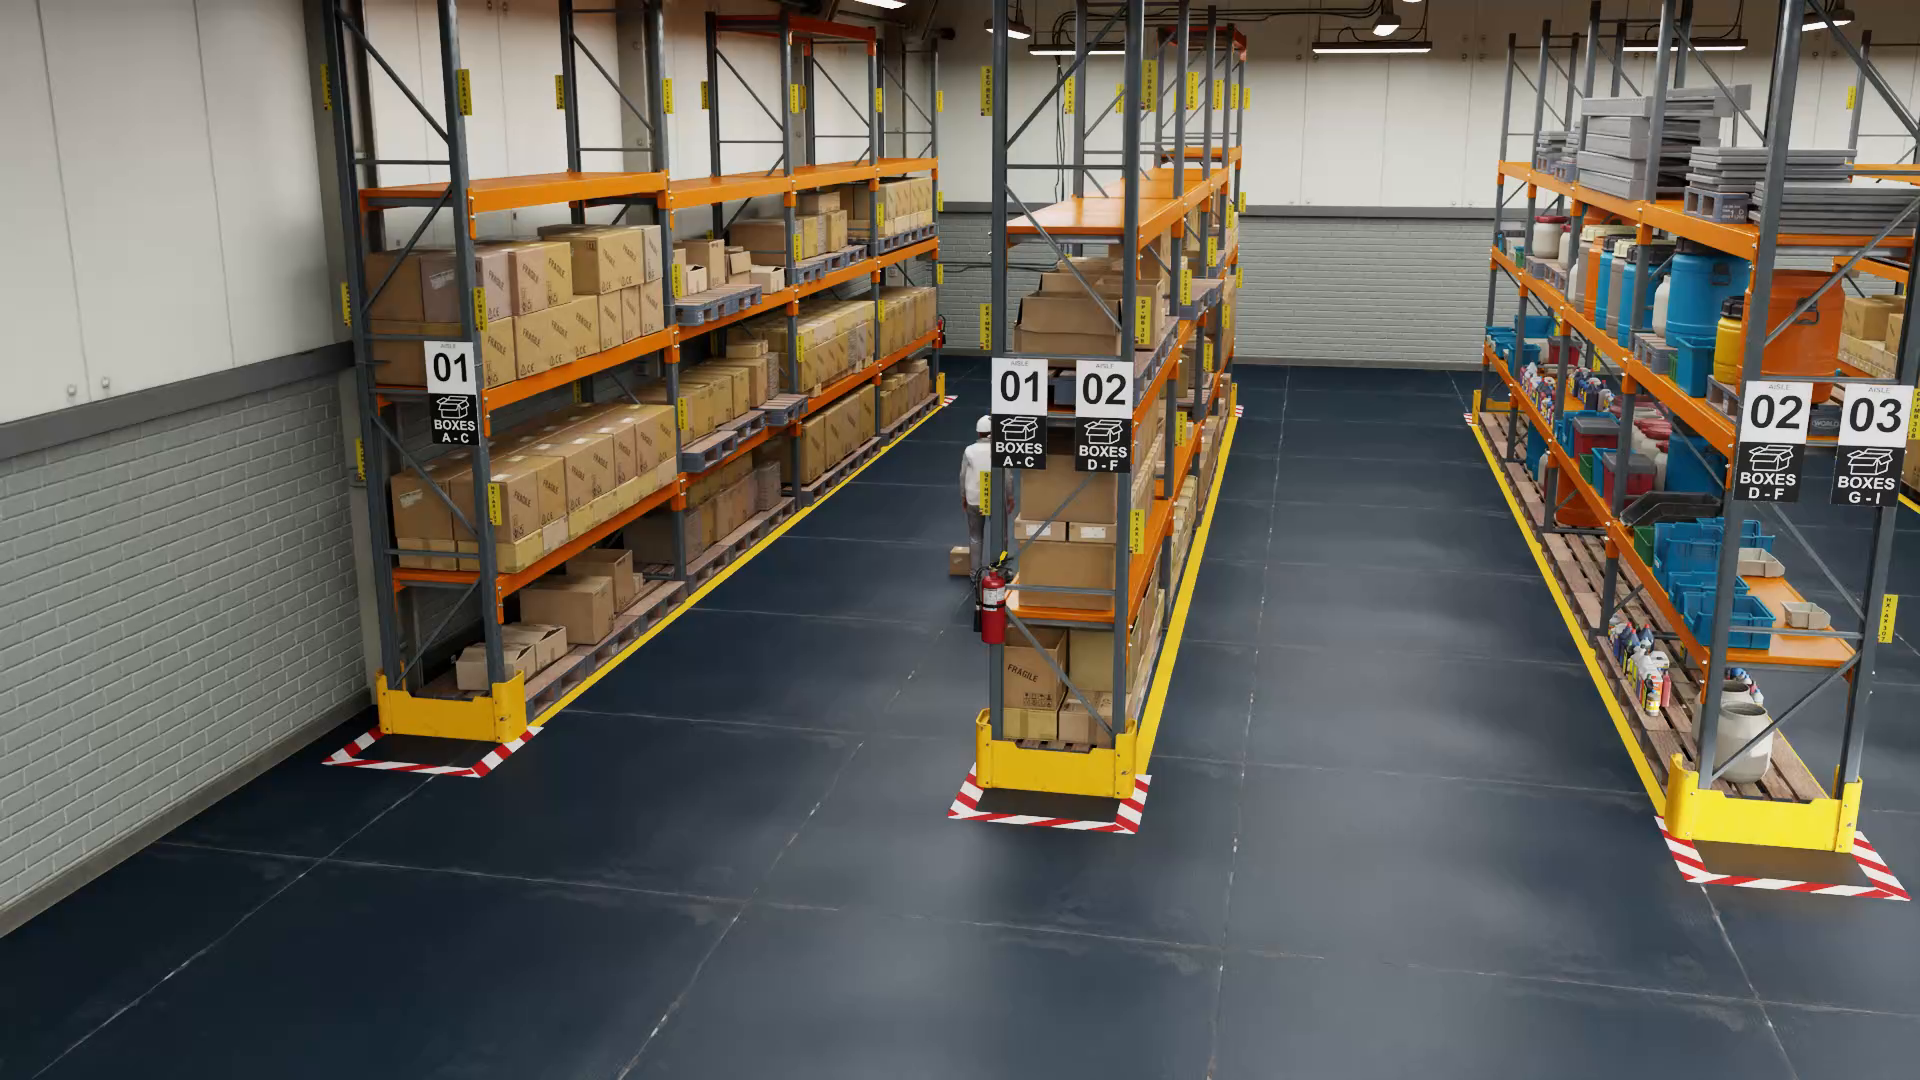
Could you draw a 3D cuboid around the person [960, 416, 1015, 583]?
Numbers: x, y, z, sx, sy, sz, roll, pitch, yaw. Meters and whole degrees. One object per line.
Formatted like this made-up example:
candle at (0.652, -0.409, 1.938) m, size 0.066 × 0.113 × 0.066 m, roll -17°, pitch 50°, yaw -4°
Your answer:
person at (0.289, -0.427, 17.608) m, size 0.580 × 1.769 × 0.460 m, roll 3°, pitch 15°, yaw 12°
